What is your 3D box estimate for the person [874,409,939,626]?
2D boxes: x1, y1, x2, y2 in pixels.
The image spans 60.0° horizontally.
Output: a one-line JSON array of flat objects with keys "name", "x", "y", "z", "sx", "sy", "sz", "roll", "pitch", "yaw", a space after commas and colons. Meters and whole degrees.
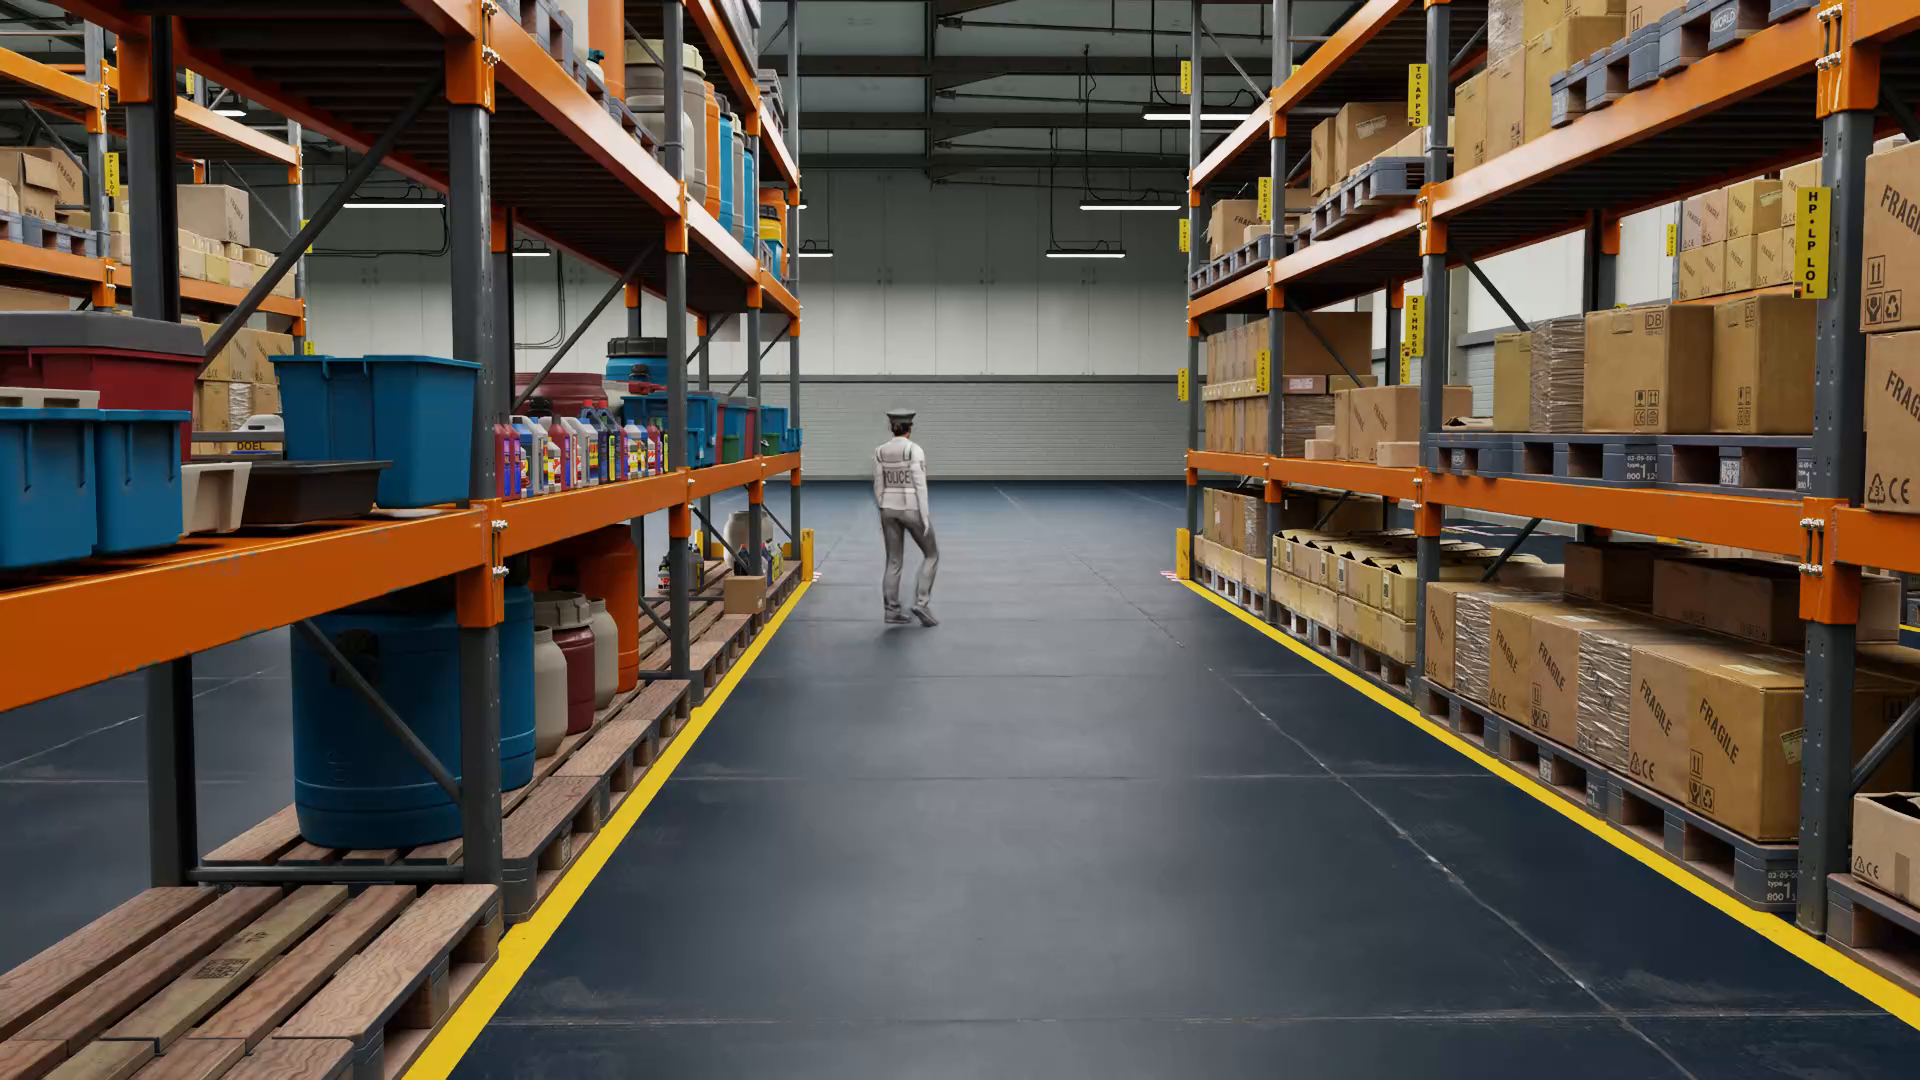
[{"name": "person", "x": -0.428, "y": -0.155, "z": 12.860, "sx": 0.527, "sy": 1.717, "sz": 0.487, "roll": 2, "pitch": 4, "yaw": 28}]
